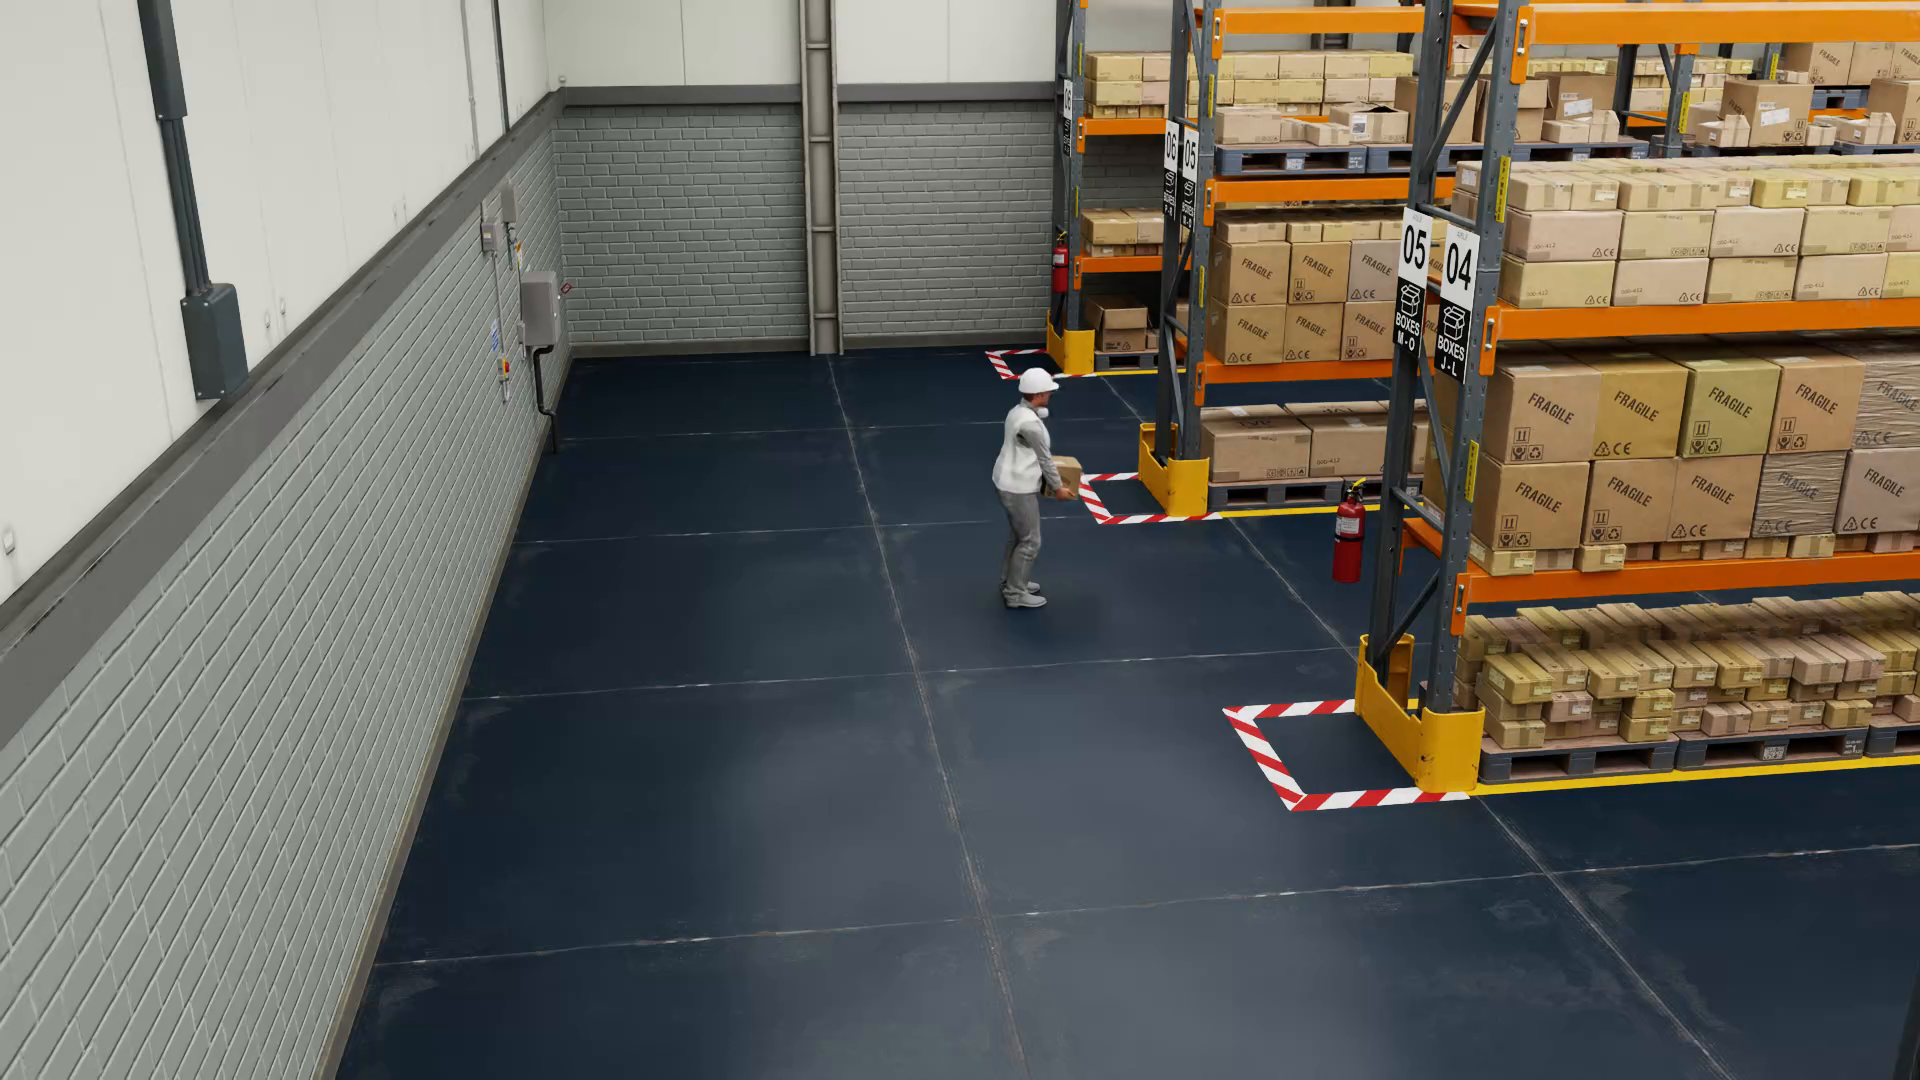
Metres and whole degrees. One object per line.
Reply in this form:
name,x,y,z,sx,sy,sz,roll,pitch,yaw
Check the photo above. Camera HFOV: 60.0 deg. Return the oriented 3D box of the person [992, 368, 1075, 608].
person,0.527,-0.396,12.154,0.574,1.762,0.489,-3,20,-9
